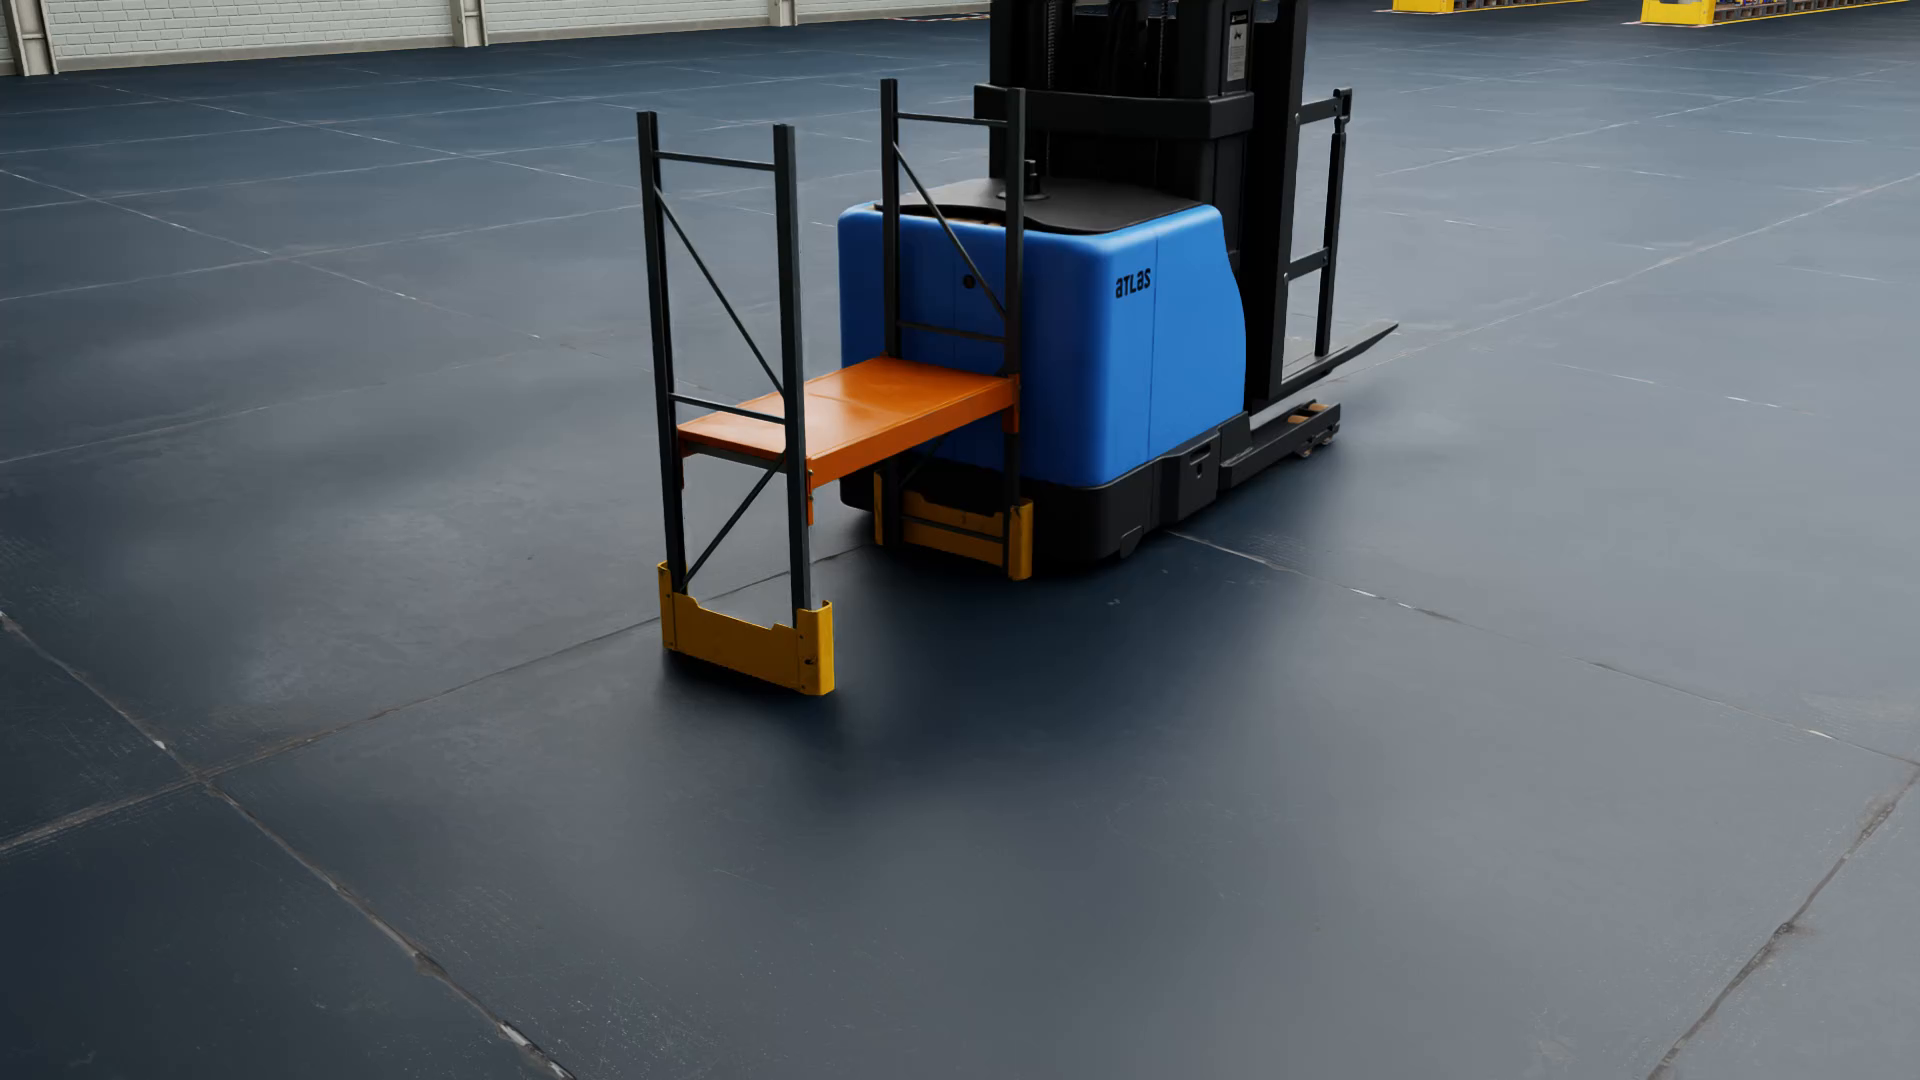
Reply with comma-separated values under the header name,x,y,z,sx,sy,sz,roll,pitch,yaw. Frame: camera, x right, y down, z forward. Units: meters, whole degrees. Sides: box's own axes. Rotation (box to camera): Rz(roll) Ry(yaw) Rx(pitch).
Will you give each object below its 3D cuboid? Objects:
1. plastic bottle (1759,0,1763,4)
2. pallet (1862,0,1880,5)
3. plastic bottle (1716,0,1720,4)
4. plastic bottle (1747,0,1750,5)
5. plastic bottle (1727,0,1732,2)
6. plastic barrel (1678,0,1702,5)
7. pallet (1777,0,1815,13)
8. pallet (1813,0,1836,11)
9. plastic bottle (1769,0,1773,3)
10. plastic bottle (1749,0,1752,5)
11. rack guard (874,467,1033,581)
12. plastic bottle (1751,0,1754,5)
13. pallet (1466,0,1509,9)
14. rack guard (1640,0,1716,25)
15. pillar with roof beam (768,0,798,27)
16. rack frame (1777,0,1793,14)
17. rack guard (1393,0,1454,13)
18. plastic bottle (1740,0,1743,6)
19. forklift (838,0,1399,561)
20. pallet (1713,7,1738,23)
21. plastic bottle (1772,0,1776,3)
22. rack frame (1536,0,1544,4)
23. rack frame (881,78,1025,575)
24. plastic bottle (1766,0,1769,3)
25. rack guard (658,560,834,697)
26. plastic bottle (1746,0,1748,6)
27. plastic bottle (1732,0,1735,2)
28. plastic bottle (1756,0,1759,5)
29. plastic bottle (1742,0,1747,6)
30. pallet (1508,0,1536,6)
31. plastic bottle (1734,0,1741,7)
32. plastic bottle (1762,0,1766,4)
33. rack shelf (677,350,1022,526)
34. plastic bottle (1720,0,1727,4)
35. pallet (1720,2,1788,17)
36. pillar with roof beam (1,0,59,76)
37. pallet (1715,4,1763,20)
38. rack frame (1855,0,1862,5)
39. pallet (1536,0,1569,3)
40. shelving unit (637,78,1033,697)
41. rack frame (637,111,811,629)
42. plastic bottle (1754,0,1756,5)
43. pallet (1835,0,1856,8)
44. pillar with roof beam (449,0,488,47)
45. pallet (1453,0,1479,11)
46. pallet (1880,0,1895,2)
name,x,y,z,sx,sy,sz,roll,pitch,yaw
plastic bottle,14.750,-10.083,30.705,0.144,0.351,0.185,19,28,40
pallet,18.663,-11.424,35.002,1.003,0.211,1.213,19,28,41
plastic bottle,14.051,-10.055,30.841,0.097,0.201,0.097,0,21,0
plastic bottle,14.359,-9.889,30.313,0.097,0.271,0.097,0,21,0
plastic bottle,14.477,-10.245,31.237,0.097,0.271,0.097,0,21,0
plastic barrel,12.966,-9.679,29.458,0.421,0.512,0.421,0,21,0
pallet,15.872,-10.394,32.323,1.003,0.211,1.213,19,28,41
pallet,16.723,-10.709,33.142,1.003,0.211,1.213,19,28,41
plastic bottle,15.109,-10.215,31.050,0.144,0.351,0.185,18,28,39
plastic bottle,14.428,-9.882,30.392,0.097,0.201,0.097,0,21,0
rack guard,-0.027,-0.056,5.372,0.587,0.250,0.087,14,25,32
plastic bottle,14.500,-9.942,30.448,0.097,0.271,0.097,0,21,0
pallet,10.370,-10.914,33.676,1.003,0.211,1.213,19,28,41
rack guard,12.581,-9.320,29.127,1.175,0.500,0.348,19,28,41
pillar with roof beam,0.045,-11.970,24.174,9.100,9.000,0.400,19,28,41
rack frame,15.352,-11.484,31.272,1.000,3.000,0.127,19,28,41
rack guard,8.998,-10.523,32.257,1.175,0.500,0.348,19,28,41
plastic bottle,14.122,-9.770,30.099,0.097,0.201,0.097,0,21,0
forklift,0.844,-1.772,6.099,1.130,2.935,3.031,14,25,32
pallet,13.151,-9.393,29.718,1.003,0.211,1.213,19,28,41
plastic bottle,15.253,-10.215,31.144,0.133,0.283,0.061,-18,28,-39
rack frame,11.806,-12.725,34.500,1.000,3.000,0.127,19,28,41
rack frame,-0.026,-0.640,5.149,0.500,1.500,0.032,14,25,32
plastic bottle,14.975,-10.166,30.921,0.144,0.351,0.185,18,27,38
rack guard,-0.598,0.237,4.610,0.587,0.250,0.087,14,25,32
plastic bottle,14.289,-9.864,30.246,0.097,0.271,0.097,0,21,0
plastic bottle,14.595,-10.313,31.305,0.144,0.351,0.185,19,28,41
plastic bottle,14.634,-10.007,30.613,0.135,0.276,0.152,-20,28,-41
plastic bottle,14.221,-9.835,30.154,0.133,0.283,0.061,-20,28,-41
pallet,11.221,-11.229,34.495,1.003,0.211,1.213,19,28,41
plastic bottle,14.050,-9.776,30.017,0.097,0.271,0.097,0,21,0
plastic bottle,14.892,-10.082,30.797,0.133,0.283,0.061,-18,27,-39
rack shelf,-0.318,-0.322,4.824,0.538,0.185,1.000,14,25,32
plastic bottle,14.187,-10.126,30.922,0.152,0.276,0.135,19,28,41
pallet,14.854,-10.020,31.350,1.003,0.211,1.213,19,28,41
pillar with roof beam,-8.326,-8.885,16.149,9.100,9.000,0.400,19,28,41
pallet,14.002,-9.705,30.530,1.003,0.211,1.213,19,28,41
rack frame,18.142,-12.512,33.947,1.000,3.000,0.127,19,28,41
pallet,12.292,-11.622,35.518,1.003,0.211,1.213,19,28,41
shelving unit,-0.312,-0.493,4.767,0.587,1.500,1.083,14,25,32
rack frame,-0.609,-0.341,4.371,0.500,1.500,0.032,14,25,32
plastic bottle,14.571,-9.935,30.529,0.097,0.201,0.097,0,21,0
pallet,17.574,-11.021,33.954,1.003,0.211,1.213,19,28,41
pillar with roof beam,-4.141,-10.428,20.161,9.100,9.000,0.400,19,28,41
pallet,9.519,-10.602,32.864,1.003,0.211,1.213,19,28,41
pallet,19.514,-11.736,35.814,1.003,0.211,1.213,19,28,41
